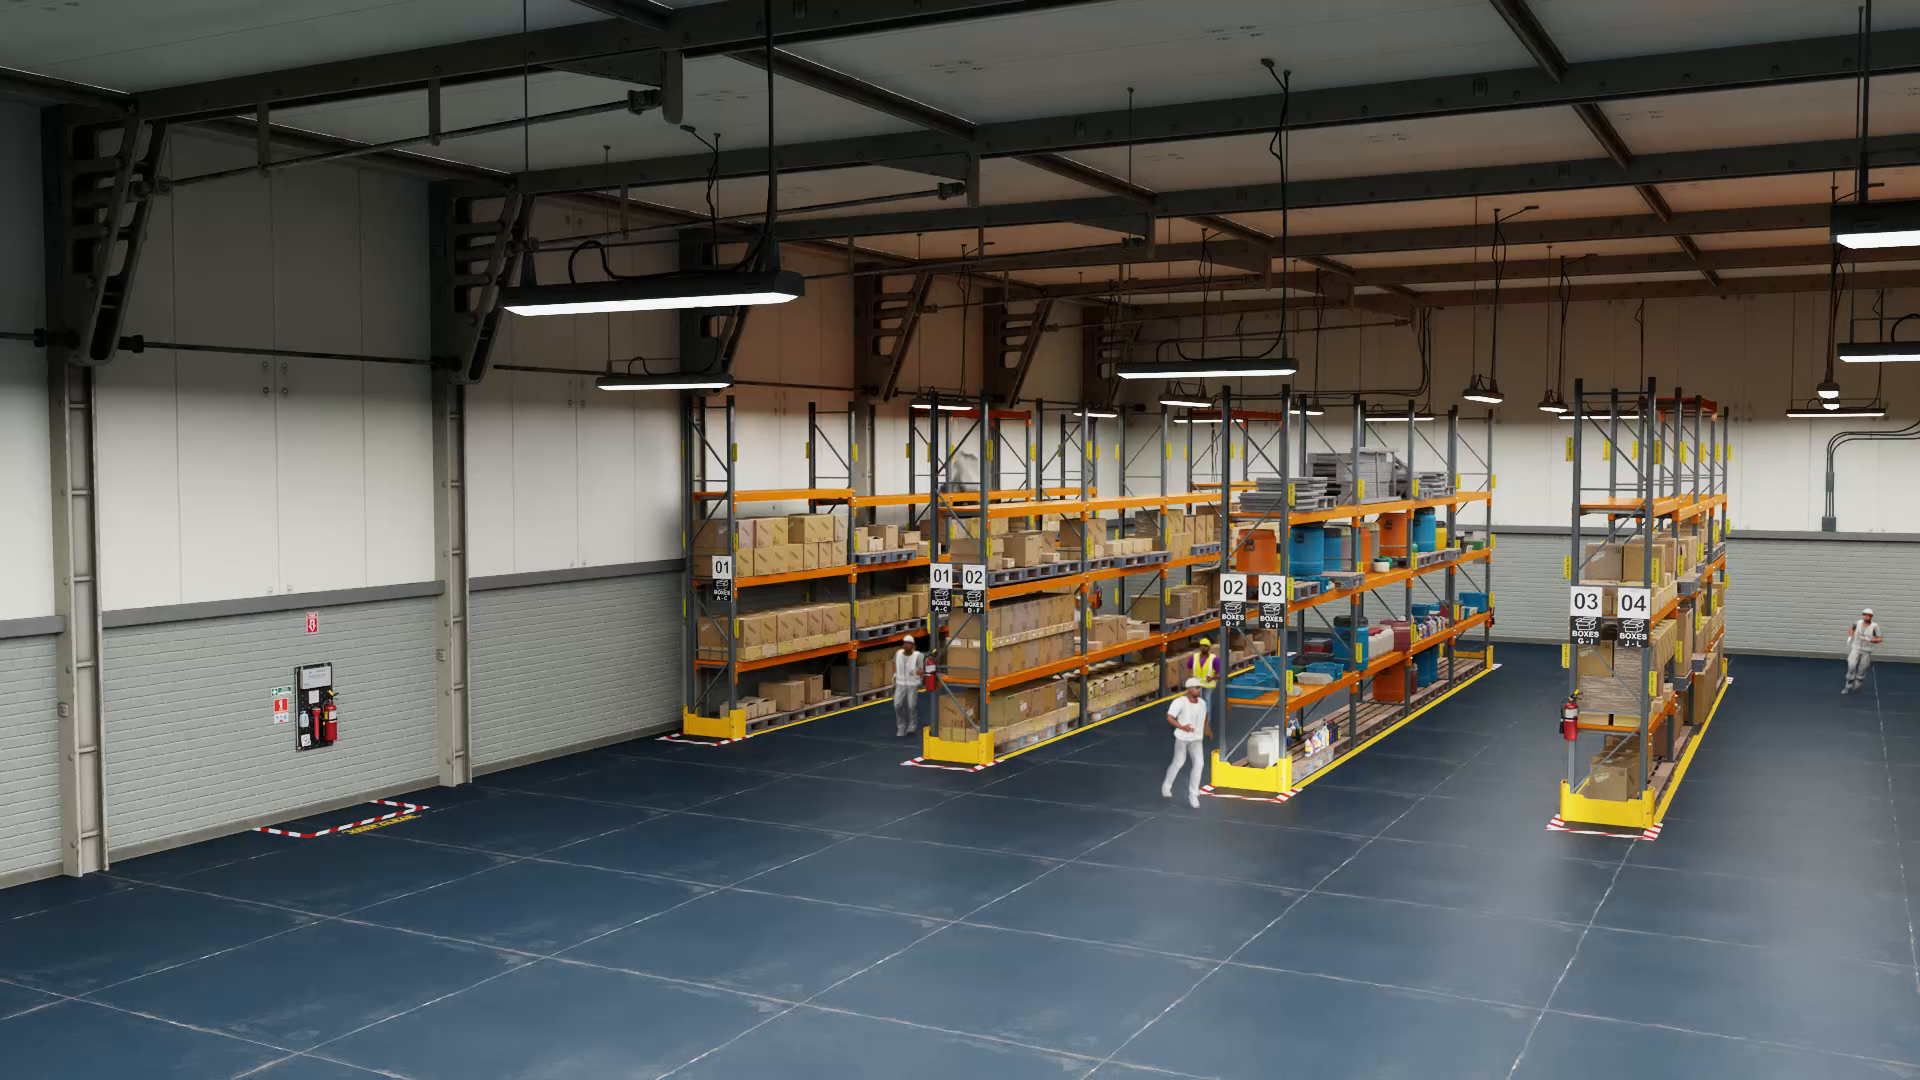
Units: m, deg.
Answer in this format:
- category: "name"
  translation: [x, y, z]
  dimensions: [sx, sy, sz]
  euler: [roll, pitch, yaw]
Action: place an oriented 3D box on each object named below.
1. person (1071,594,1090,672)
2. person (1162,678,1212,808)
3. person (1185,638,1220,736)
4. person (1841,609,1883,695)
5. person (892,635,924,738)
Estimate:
- category: "person"
  translation: [2.711, 2.121, 37.988]
  dimensions: [0.629, 1.771, 0.693]
  euler: [1, 3, 13]
- category: "person"
  translation: [3.299, 2.865, 23.761]
  dimensions: [0.766, 1.788, 0.792]
  euler: [-1, 3, -21]
- category: "person"
  translation: [4.270, 2.592, 29.250]
  dimensions: [0.692, 1.724, 0.607]
  euler: [1, 3, 18]
- category: "person"
  translation: [18.714, 2.308, 34.432]
  dimensions: [0.707, 1.807, 0.772]
  euler: [2, 4, 37]
- category: "person"
  translation: [-0.928, 2.581, 29.263]
  dimensions: [0.655, 1.813, 0.736]
  euler: [1, 3, 11]
